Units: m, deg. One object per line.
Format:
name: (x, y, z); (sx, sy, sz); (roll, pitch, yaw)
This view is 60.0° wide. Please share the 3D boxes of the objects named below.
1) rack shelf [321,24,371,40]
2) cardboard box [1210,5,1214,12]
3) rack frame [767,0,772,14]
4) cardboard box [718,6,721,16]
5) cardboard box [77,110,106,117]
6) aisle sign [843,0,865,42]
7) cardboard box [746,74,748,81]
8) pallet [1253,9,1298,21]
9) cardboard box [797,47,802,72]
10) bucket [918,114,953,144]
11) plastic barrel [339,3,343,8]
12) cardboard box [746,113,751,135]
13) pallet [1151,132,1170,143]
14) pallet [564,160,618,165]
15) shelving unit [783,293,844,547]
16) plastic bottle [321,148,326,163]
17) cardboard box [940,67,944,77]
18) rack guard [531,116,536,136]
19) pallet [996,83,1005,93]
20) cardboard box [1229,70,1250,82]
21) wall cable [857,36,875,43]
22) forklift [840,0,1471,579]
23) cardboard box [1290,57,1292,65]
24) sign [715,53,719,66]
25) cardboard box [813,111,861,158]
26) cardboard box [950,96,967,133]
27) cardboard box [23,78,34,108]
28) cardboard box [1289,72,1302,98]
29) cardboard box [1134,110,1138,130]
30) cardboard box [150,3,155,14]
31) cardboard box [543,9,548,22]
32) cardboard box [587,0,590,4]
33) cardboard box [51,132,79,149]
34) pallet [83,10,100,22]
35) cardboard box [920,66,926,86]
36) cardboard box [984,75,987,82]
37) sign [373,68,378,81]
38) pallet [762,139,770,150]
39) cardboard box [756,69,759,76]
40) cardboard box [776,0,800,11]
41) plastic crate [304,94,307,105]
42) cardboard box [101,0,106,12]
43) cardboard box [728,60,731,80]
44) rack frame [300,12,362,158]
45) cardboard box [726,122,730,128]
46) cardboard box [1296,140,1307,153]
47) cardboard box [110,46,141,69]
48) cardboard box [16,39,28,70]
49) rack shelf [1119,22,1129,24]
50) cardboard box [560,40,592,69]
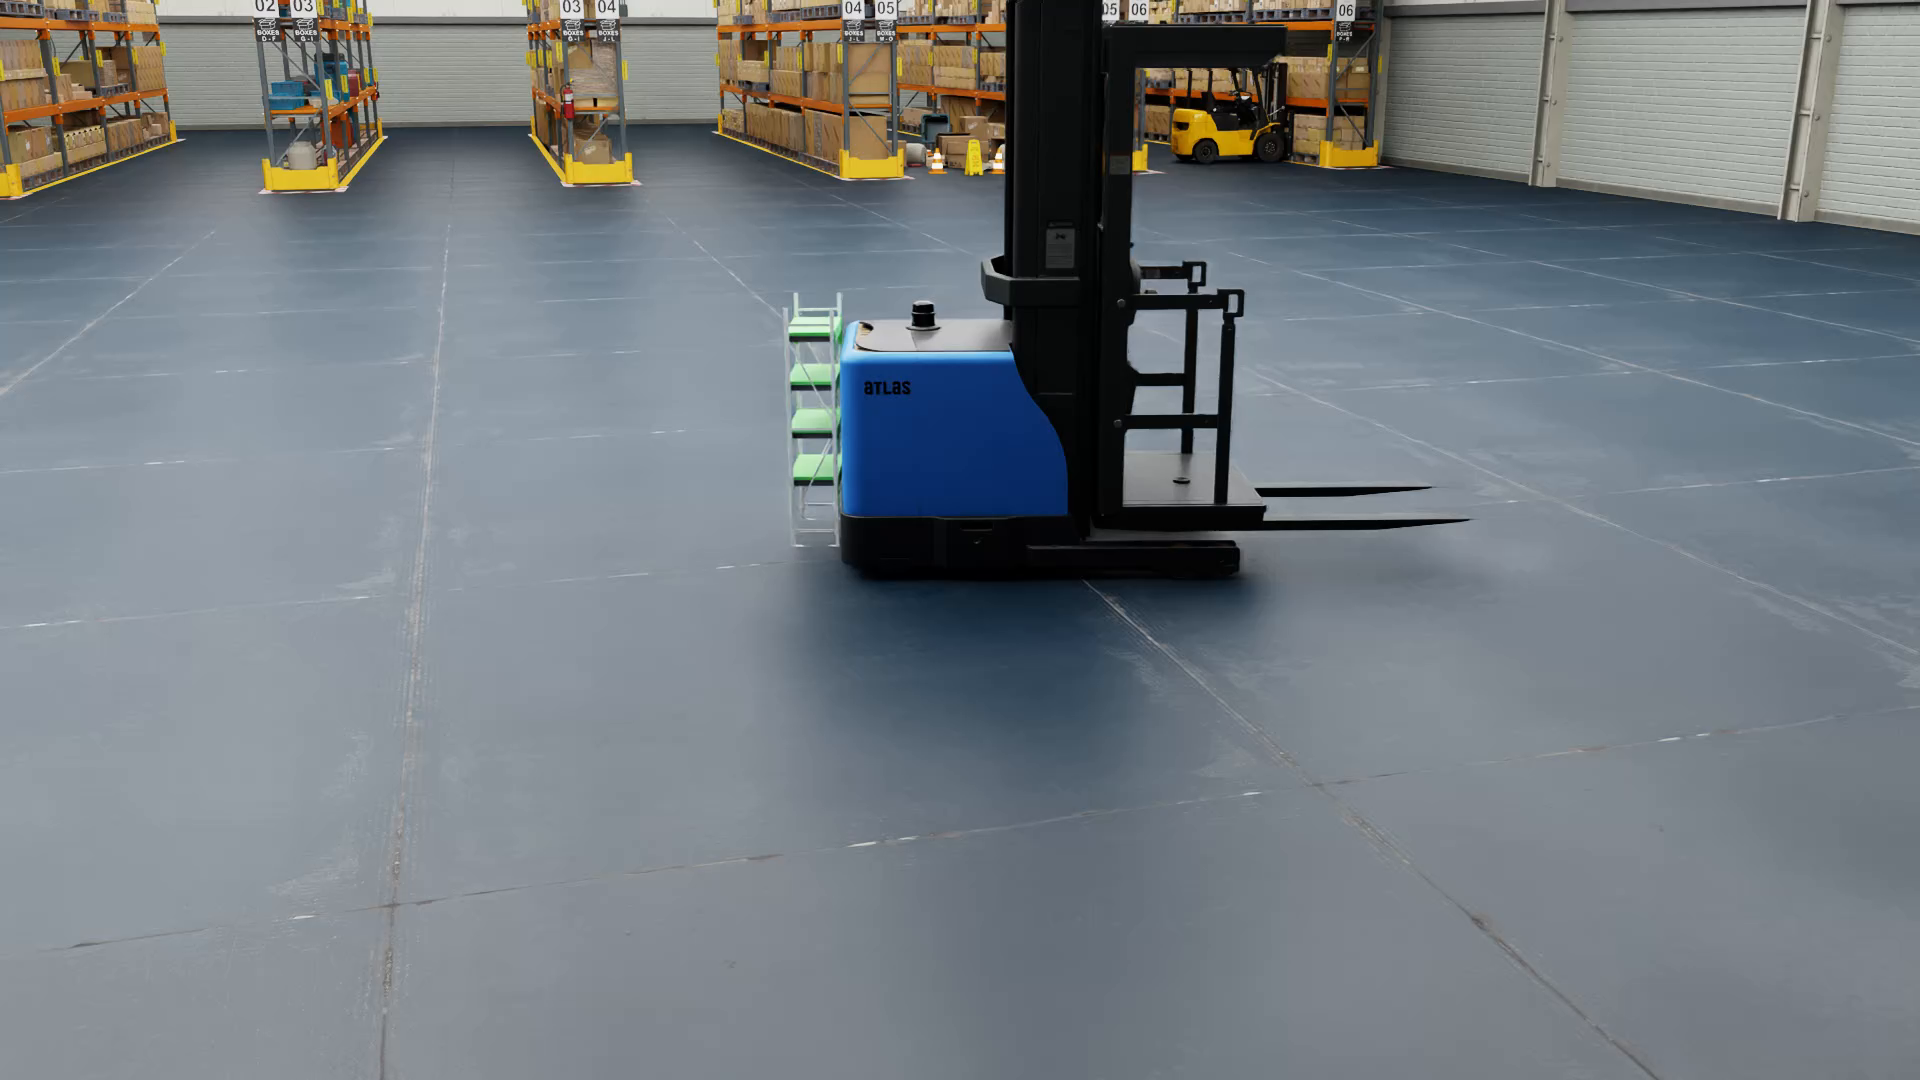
rack shelf: (-15.057, -12.413, 40.599); (1.077, 0.370, 4.000); (-5, 17, -15)
cardboard box: (5.947, -12.182, 38.113); (0.380, 0.149, 0.250); (-5, 17, -16)
rack frame: (-3.849, -13.290, 37.054); (1.000, 3.000, 0.127); (-5, 17, -15)
cardboard box: (-6.174, -14.089, 44.321); (0.500, 0.250, 0.500); (-4, 17, -14)
cardboard box: (-19.098, -9.320, 36.543); (0.500, 0.250, 0.500); (-5, 17, -15)
aisle sign: (-1.920, -9.406, 30.032); (0.394, 0.787, 0.004); (-5, 17, -15)
cardboard box: (-4.919, -11.098, 39.892); (0.380, 0.149, 0.250); (-5, 17, -16)
pallet: (7.012, -11.284, 35.742); (1.003, 0.211, 1.213); (-5, 17, -15)
cardboard box: (-3.036, -10.116, 35.005); (0.700, 0.500, 0.500); (-5, 17, -16)
bucket: (-0.496, -8.616, 34.968); (0.726, 0.611, 0.620); (1, 7, 4)
plastic barrel: (-13.479, -11.536, 35.968); (0.294, 0.245, 0.294); (0, 17, 0)
cardboard box: (-5.001, -10.302, 41.150); (0.500, 0.500, 0.500); (-4, 17, -13)
pallet: (5.485, -10.104, 41.722); (1.003, 0.211, 1.213); (-5, 17, -15)
pallet: (-6.990, -7.090, 31.688); (1.003, 0.211, 1.213); (-5, 17, -15)
shelving unit: (-0.724, -0.611, 8.397); (0.258, 1.200, 0.503); (0, 17, 0)
plastic bottle: (-11.938, -7.234, 31.291); (0.152, 0.276, 0.135); (-5, 17, -15)
cardboard box: (-0.197, -11.824, 41.994); (0.500, 0.250, 0.500); (-4, 17, -14)
rack guard: (-10.851, -11.075, 44.454); (1.175, 0.500, 0.348); (-5, 17, -15)
pallet: (1.466, -10.200, 37.529); (1.003, 0.211, 1.213); (-5, 17, -15)
cardboard box: (6.372, -10.407, 37.274); (0.500, 0.250, 0.500); (-5, 17, -16)
wall cable: (-2.888, -15.109, 51.716); (0.585, 1.953, 0.123); (-5, 17, -15)
forklift: (0.939, -1.373, 7.928); (3.031, 2.935, 1.130); (0, 17, -2)
cardboard box: (7.124, -10.024, 34.791); (0.380, 0.149, 0.250); (-4, 17, -14)
sign: (-6.570, -13.002, 45.017); (0.100, 0.325, 0.005); (-5, 17, -15)
cardboard box: (-2.393, -8.066, 33.053); (0.875, 0.875, 0.875); (-5, 17, -15)
cardboard box: (0.286, -10.712, 41.862); (0.875, 0.875, 0.875); (-4, 17, -14)
cardboard box: (-16.660, -7.806, 29.049); (0.700, 0.500, 0.500); (-4, 17, -14)
cardboard box: (7.190, -9.466, 34.578); (0.500, 0.500, 0.500); (-5, 17, -16)
cardboard box: (4.760, -10.904, 43.153); (0.500, 0.500, 0.500); (-5, 17, -17)
cardboard box: (-19.984, -12.966, 40.580); (0.500, 0.250, 0.500); (-5, 17, -15)
cardboard box: (-8.471, -10.984, 34.852); (0.500, 0.250, 0.500); (-4, 17, -14)
cardboard box: (-6.467, -9.630, 29.650); (0.380, 0.149, 0.250); (-5, 17, -16)
cardboard box: (-17.079, -7.590, 31.581); (0.500, 0.311, 0.500); (-5, 17, -16)
pallet: (-17.900, -10.436, 33.095); (1.213, 0.211, 1.003); (-4, 17, -13)
cardboard box: (-0.737, -12.241, 43.815); (0.500, 0.500, 0.500); (-5, 17, -17)
cardboard box: (0.793, -10.813, 38.941); (0.380, 0.149, 0.250); (-6, 18, -18)
sign: (-15.083, -12.000, 42.905); (0.100, 0.325, 0.005); (-5, 17, -15)
pallet: (-4.063, -9.298, 39.039); (1.003, 0.211, 1.213); (-5, 17, -15)
cardboard box: (-4.498, -10.815, 38.431); (0.380, 0.149, 0.250); (-4, 17, -13)
cardboard box: (-3.724, -11.675, 36.247); (0.500, 0.250, 0.500); (-4, 17, -14)
plastic crate: (-12.208, -8.056, 30.424); (0.450, 0.188, 0.662); (-5, 17, -15)
cardboard box: (-18.998, -11.782, 36.171); (0.600, 0.600, 0.600); (-5, 17, -16)
cardboard box: (-5.750, -12.251, 43.333); (0.500, 0.500, 0.500); (-5, 17, -17)
rack frame: (-13.408, -9.661, 35.401); (1.000, 3.000, 0.127); (-5, 17, -15)
cardboard box: (-6.021, -11.082, 44.357); (0.380, 0.149, 0.250); (-4, 17, -15)
cardboard box: (7.292, -8.145, 34.402); (0.500, 0.250, 0.500); (-5, 17, -15)
cardboard box: (-19.130, -11.057, 38.134); (0.500, 0.500, 0.500); (-4, 17, -14)
cardboard box: (-16.668, -8.433, 28.884); (0.700, 0.500, 0.500); (-5, 17, -15)
rack shelf: (2.531, -10.269, 33.460); (1.077, 0.370, 4.000); (-5, 17, -15)
cardboard box: (-6.836, -8.642, 29.579); (0.500, 0.500, 0.500); (-5, 17, -15)
